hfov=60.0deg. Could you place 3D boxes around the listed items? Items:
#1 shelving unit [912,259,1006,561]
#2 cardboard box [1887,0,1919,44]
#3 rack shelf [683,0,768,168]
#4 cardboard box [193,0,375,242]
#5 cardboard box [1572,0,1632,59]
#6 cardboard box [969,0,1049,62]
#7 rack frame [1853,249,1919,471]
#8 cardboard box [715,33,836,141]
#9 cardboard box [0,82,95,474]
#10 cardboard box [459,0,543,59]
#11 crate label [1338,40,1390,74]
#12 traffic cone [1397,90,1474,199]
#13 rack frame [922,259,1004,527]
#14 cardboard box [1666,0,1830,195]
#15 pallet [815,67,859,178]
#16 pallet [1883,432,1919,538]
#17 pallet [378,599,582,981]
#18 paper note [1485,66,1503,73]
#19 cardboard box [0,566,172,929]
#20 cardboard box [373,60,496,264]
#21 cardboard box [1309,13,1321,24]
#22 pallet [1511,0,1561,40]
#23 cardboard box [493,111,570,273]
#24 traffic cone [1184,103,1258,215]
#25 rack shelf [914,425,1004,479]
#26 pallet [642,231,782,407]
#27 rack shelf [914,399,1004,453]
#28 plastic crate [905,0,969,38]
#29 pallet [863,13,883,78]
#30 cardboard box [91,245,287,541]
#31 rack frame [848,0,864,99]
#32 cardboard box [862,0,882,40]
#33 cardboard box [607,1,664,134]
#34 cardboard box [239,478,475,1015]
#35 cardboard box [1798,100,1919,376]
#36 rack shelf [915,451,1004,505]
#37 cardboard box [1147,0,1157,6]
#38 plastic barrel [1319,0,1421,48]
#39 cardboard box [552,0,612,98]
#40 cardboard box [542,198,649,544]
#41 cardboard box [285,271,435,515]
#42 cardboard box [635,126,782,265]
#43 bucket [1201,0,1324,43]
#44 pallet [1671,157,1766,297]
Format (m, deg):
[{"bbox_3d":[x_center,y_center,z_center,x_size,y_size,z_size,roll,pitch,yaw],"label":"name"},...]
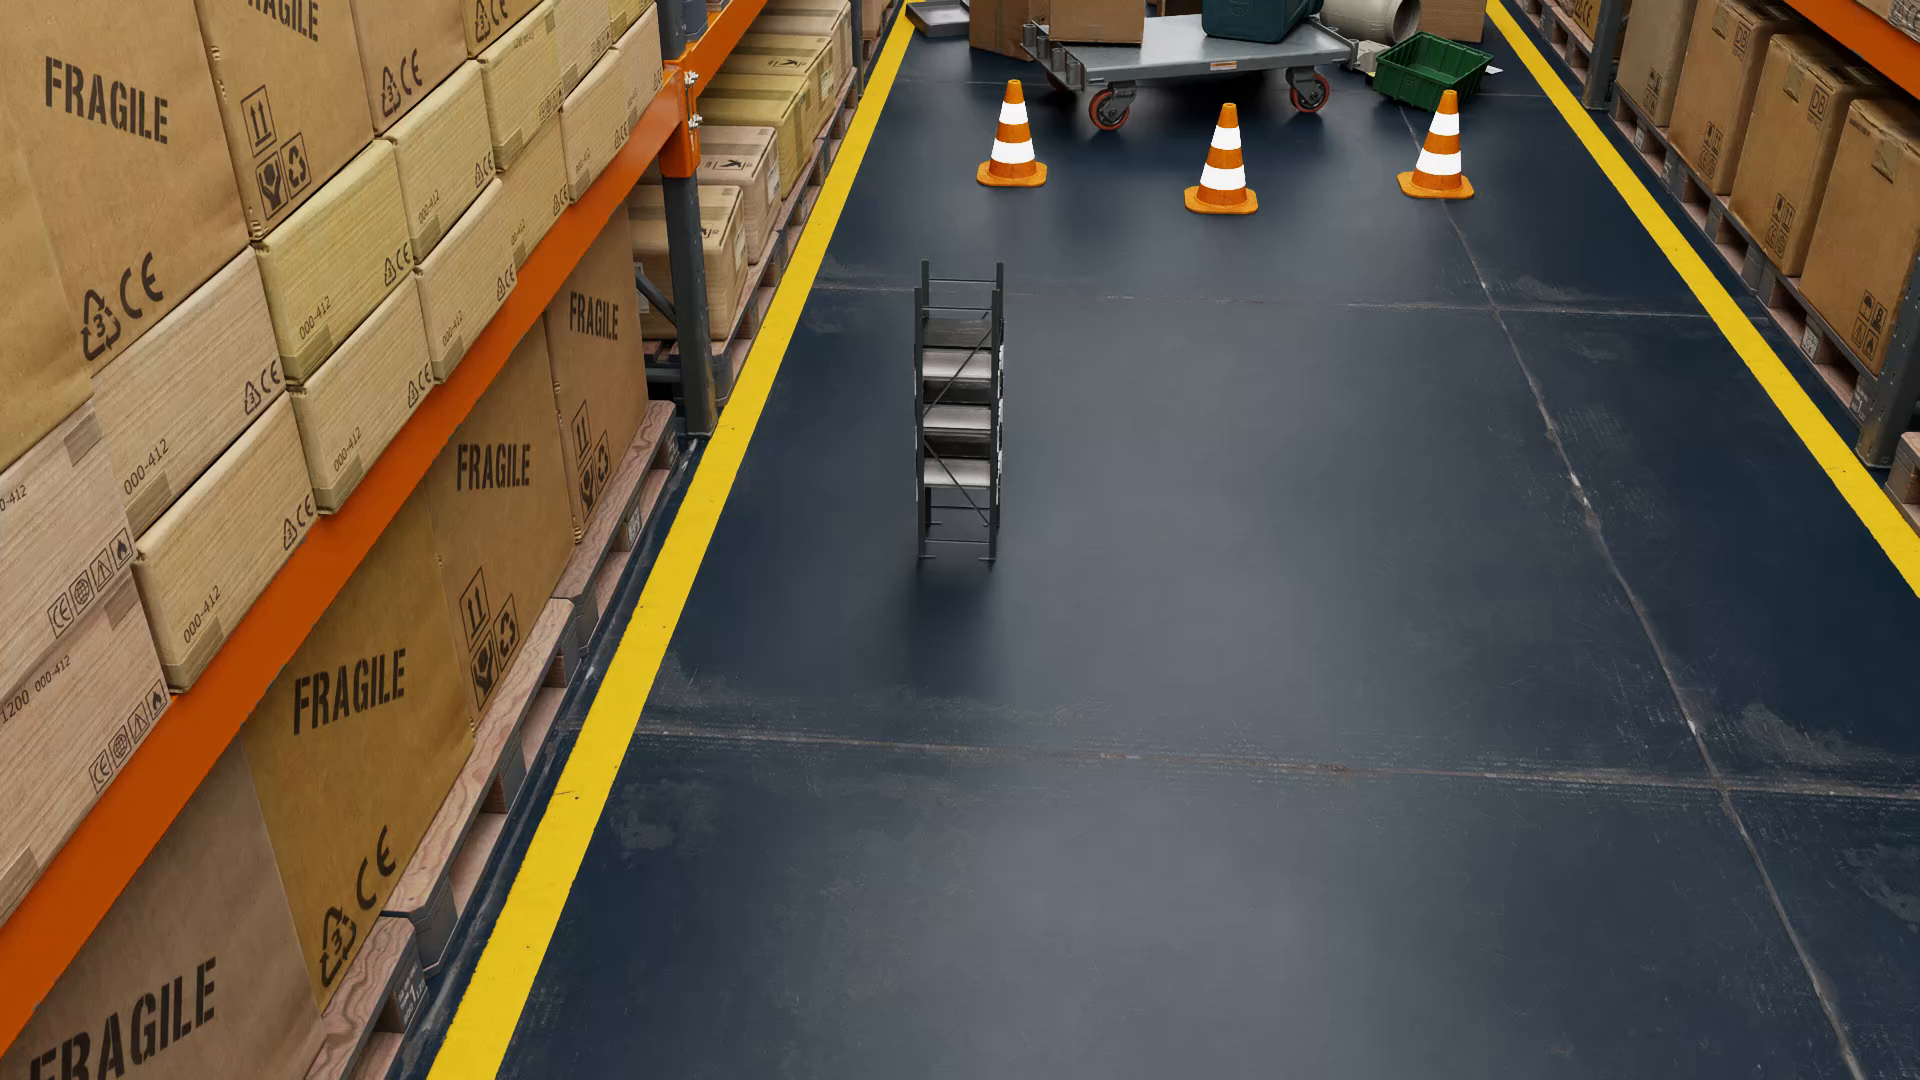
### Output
[{"bbox_3d":[-0.001,-0.379,5.007,0.258,0.900,0.210,2,32,4],"label":"shelving unit"},{"bbox_3d":[3.346,-1.815,5.241,0.500,0.500,0.500,2,32,4],"label":"cardboard box"},{"bbox_3d":[-1.202,-2.424,7.009,1.077,0.370,4.000,2,32,4],"label":"rack shelf"},{"bbox_3d":[-1.311,-0.808,2.653,0.500,0.500,0.500,2,32,3],"label":"cardboard box"},{"bbox_3d":[4.024,-3.217,9.236,0.875,0.875,0.875,3,32,5],"label":"cardboard box"},{"bbox_3d":[0.405,-3.215,9.987,0.500,0.500,0.500,27,41,37],"label":"cardboard box"},{"bbox_3d":[3.577,-1.525,4.866,1.000,3.000,0.127,2,32,4],"label":"rack frame"},{"bbox_3d":[-1.134,-2.185,8.041,0.950,0.372,0.625,4,32,7],"label":"cardboard box"},{"bbox_3d":[-1.368,-0.278,1.794,0.500,0.500,0.500,3,32,5],"label":"cardboard box"},{"bbox_3d":[-1.227,-1.343,3.521,0.500,0.500,0.500,2,32,4],"label":"cardboard box"},{"bbox_3d":[2.360,-2.816,9.690,0.298,0.136,0.250,-20,37,-29],"label":"crate label"},{"bbox_3d":[2.289,-1.900,7.892,0.336,0.463,0.334,2,32,4],"label":"traffic cone"},{"bbox_3d":[0.008,-0.432,5.093,0.240,0.900,0.006,2,32,4],"label":"rack frame"},{"bbox_3d":[3.860,-2.005,7.389,1.050,0.750,0.750,2,32,4],"label":"cardboard box"},{"bbox_3d":[-1.101,-2.181,8.588,1.003,0.211,1.213,2,32,4],"label":"pallet"},{"bbox_3d":[3.512,0.070,4.935,1.003,0.211,1.213,2,32,4],"label":"pallet"},{"bbox_3d":[-1.606,0.548,4.159,1.003,0.211,1.213,2,32,4],"label":"pallet"},{"bbox_3d":[3.055,-2.743,9.672,0.147,0.020,0.142,-20,37,-29],"label":"paper note"},{"bbox_3d":[-1.391,0.253,2.124,0.500,0.250,0.500,2,32,3],"label":"cardboard box"},{"bbox_3d":[-1.252,-0.760,3.291,0.500,0.250,0.500,2,32,2],"label":"cardboard box"},{"bbox_3d":[2.207,-3.431,10.563,0.396,0.266,0.258,8,32,12],"label":"cardboard box"},{"bbox_3d":[4.140,-3.464,10.669,1.003,0.211,1.213,2,32,4],"label":"pallet"},{"bbox_3d":[-1.230,-0.814,3.855,0.500,0.250,0.500,2,32,3],"label":"cardboard box"},{"bbox_3d":[1.229,-1.793,7.718,0.336,0.463,0.334,2,32,4],"label":"traffic cone"},{"bbox_3d":[-0.001,-0.274,5.072,0.258,0.077,0.200,2,32,4],"label":"rack shelf"},{"bbox_3d":[-1.299,-0.905,6.518,1.003,0.211,1.213,2,32,4],"label":"pallet"},{"bbox_3d":[-0.001,-0.350,5.024,0.258,0.077,0.200,2,32,4],"label":"rack shelf"},{"bbox_3d":[-0.094,-3.319,10.559,0.402,0.080,0.583,-8,33,-13],"label":"plastic crate"},{"bbox_3d":[-1.019,-2.941,9.821,1.003,0.211,1.213,2,32,4],"label":"pallet"},{"bbox_3d":[-1.359,-0.233,2.436,0.500,0.250,0.500,3,32,5],"label":"cardboard box"},{"bbox_3d":[-1.039,-3.776,8.517,1.000,3.000,0.127,2,32,4],"label":"rack frame"},{"bbox_3d":[-0.722,-3.081,9.611,0.500,0.250,0.500,1,32,2],"label":"cardboard box"},{"bbox_3d":[-1.147,-1.345,4.716,0.500,0.250,0.500,1,32,2],"label":"cardboard box"},{"bbox_3d":[-1.654,0.333,3.475,0.875,0.875,0.875,3,32,5],"label":"cardboard box"},{"bbox_3d":[3.716,-1.061,5.857,1.050,0.750,0.750,2,32,3],"label":"cardboard box"},{"bbox_3d":[-0.001,-0.197,5.119,0.258,0.077,0.200,2,32,4],"label":"rack shelf"},{"bbox_3d":[1.667,-3.778,10.900,0.797,0.503,0.637,-20,37,-29],"label":"cardboard box"},{"bbox_3d":[2.466,-3.179,10.005,0.512,0.421,0.421,27,41,37],"label":"plastic barrel"},{"bbox_3d":[-1.189,-1.301,4.168,0.500,0.250,0.500,2,32,3],"label":"cardboard box"},{"bbox_3d":[-1.504,-0.601,4.990,0.875,0.875,0.875,2,32,4],"label":"cardboard box"},{"bbox_3d":[-1.293,-0.285,2.997,0.500,0.250,0.500,2,32,4],"label":"cardboard box"},{"bbox_3d":[-1.257,-1.425,6.808,0.950,0.372,0.625,2,32,3],"label":"cardboard box"},{"bbox_3d":[1.616,-3.040,8.995,0.726,0.611,0.620,14,44,21],"label":"bucket"},{"bbox_3d":[3.818,-1.383,7.294,1.003,0.211,1.213,2,32,4],"label":"pallet"}]
